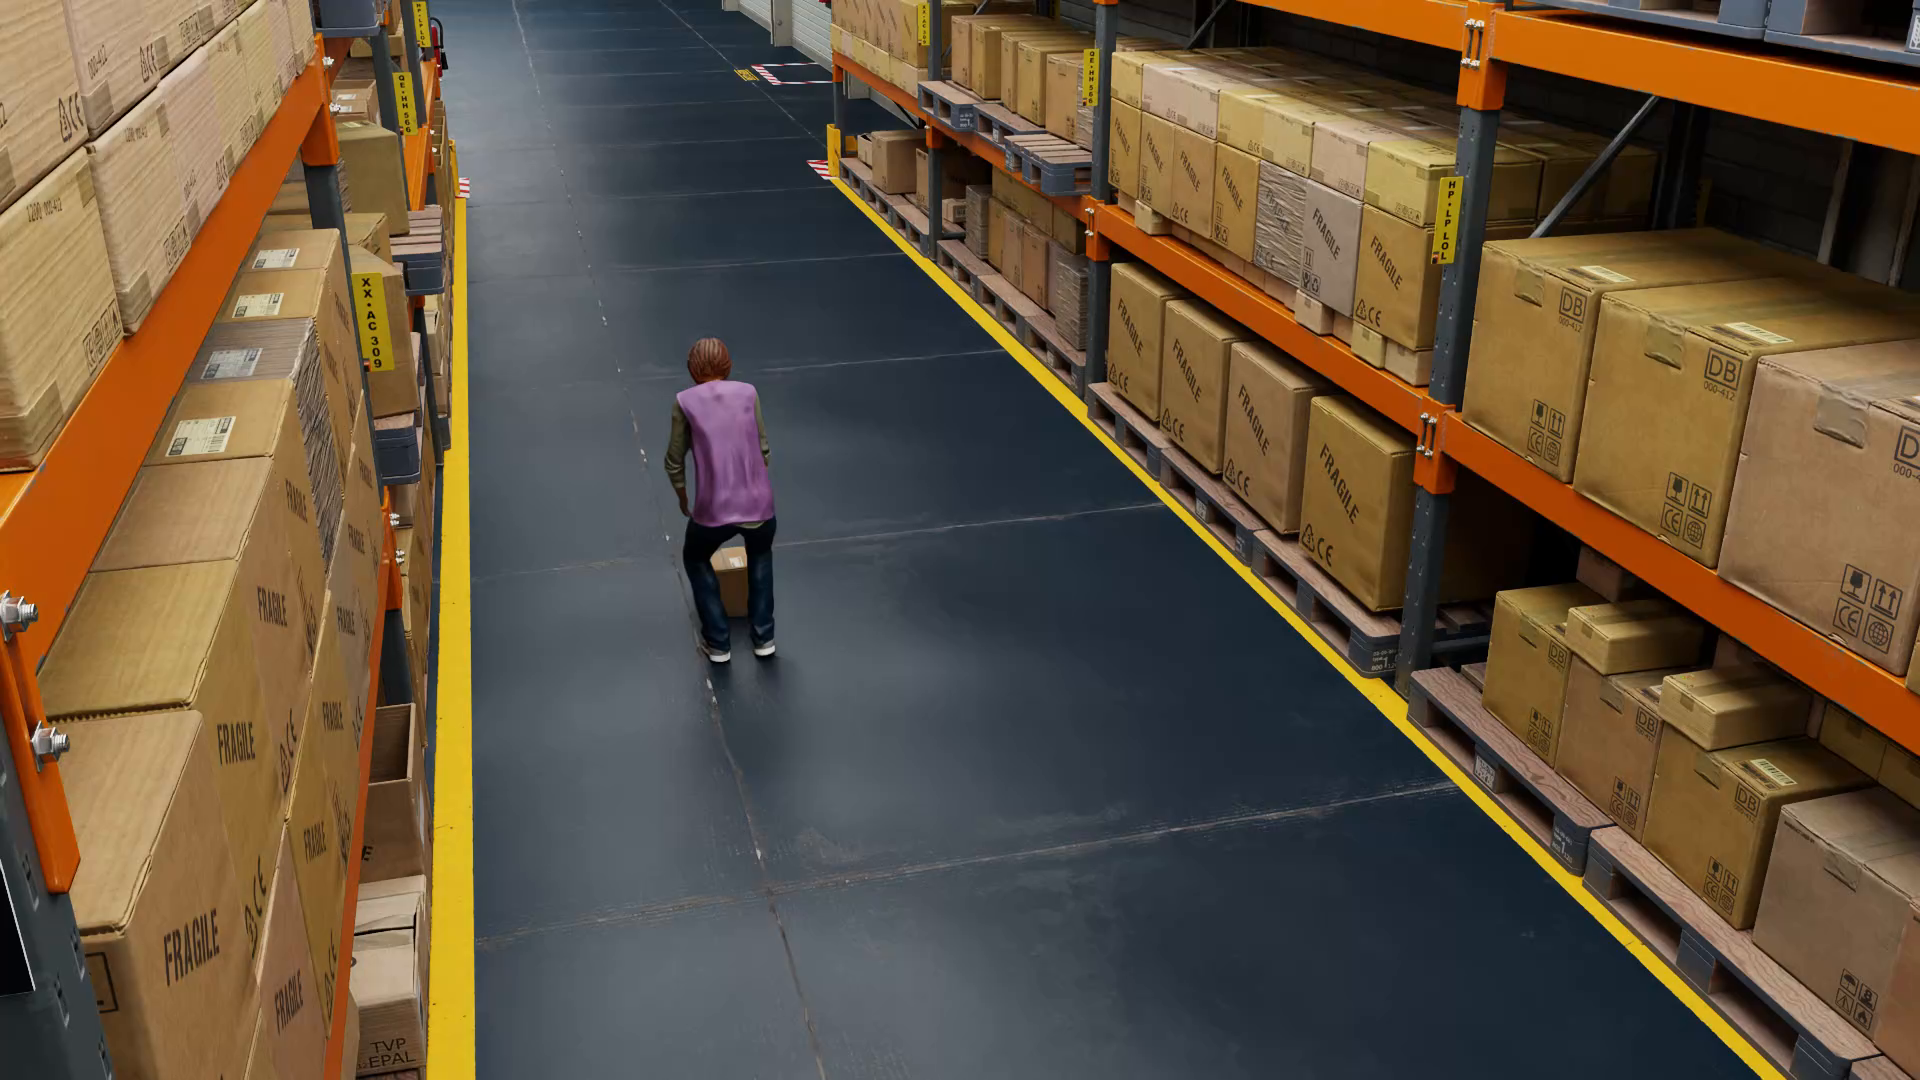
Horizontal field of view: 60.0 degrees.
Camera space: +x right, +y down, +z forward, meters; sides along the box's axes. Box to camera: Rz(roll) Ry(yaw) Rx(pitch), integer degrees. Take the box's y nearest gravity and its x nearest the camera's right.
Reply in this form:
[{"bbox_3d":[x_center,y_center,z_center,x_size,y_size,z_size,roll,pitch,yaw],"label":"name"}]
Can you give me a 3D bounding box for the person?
[{"bbox_3d":[-1.037,0.066,7.391,0.438,0.861,0.798,-6,24,-14],"label":"person"}]
